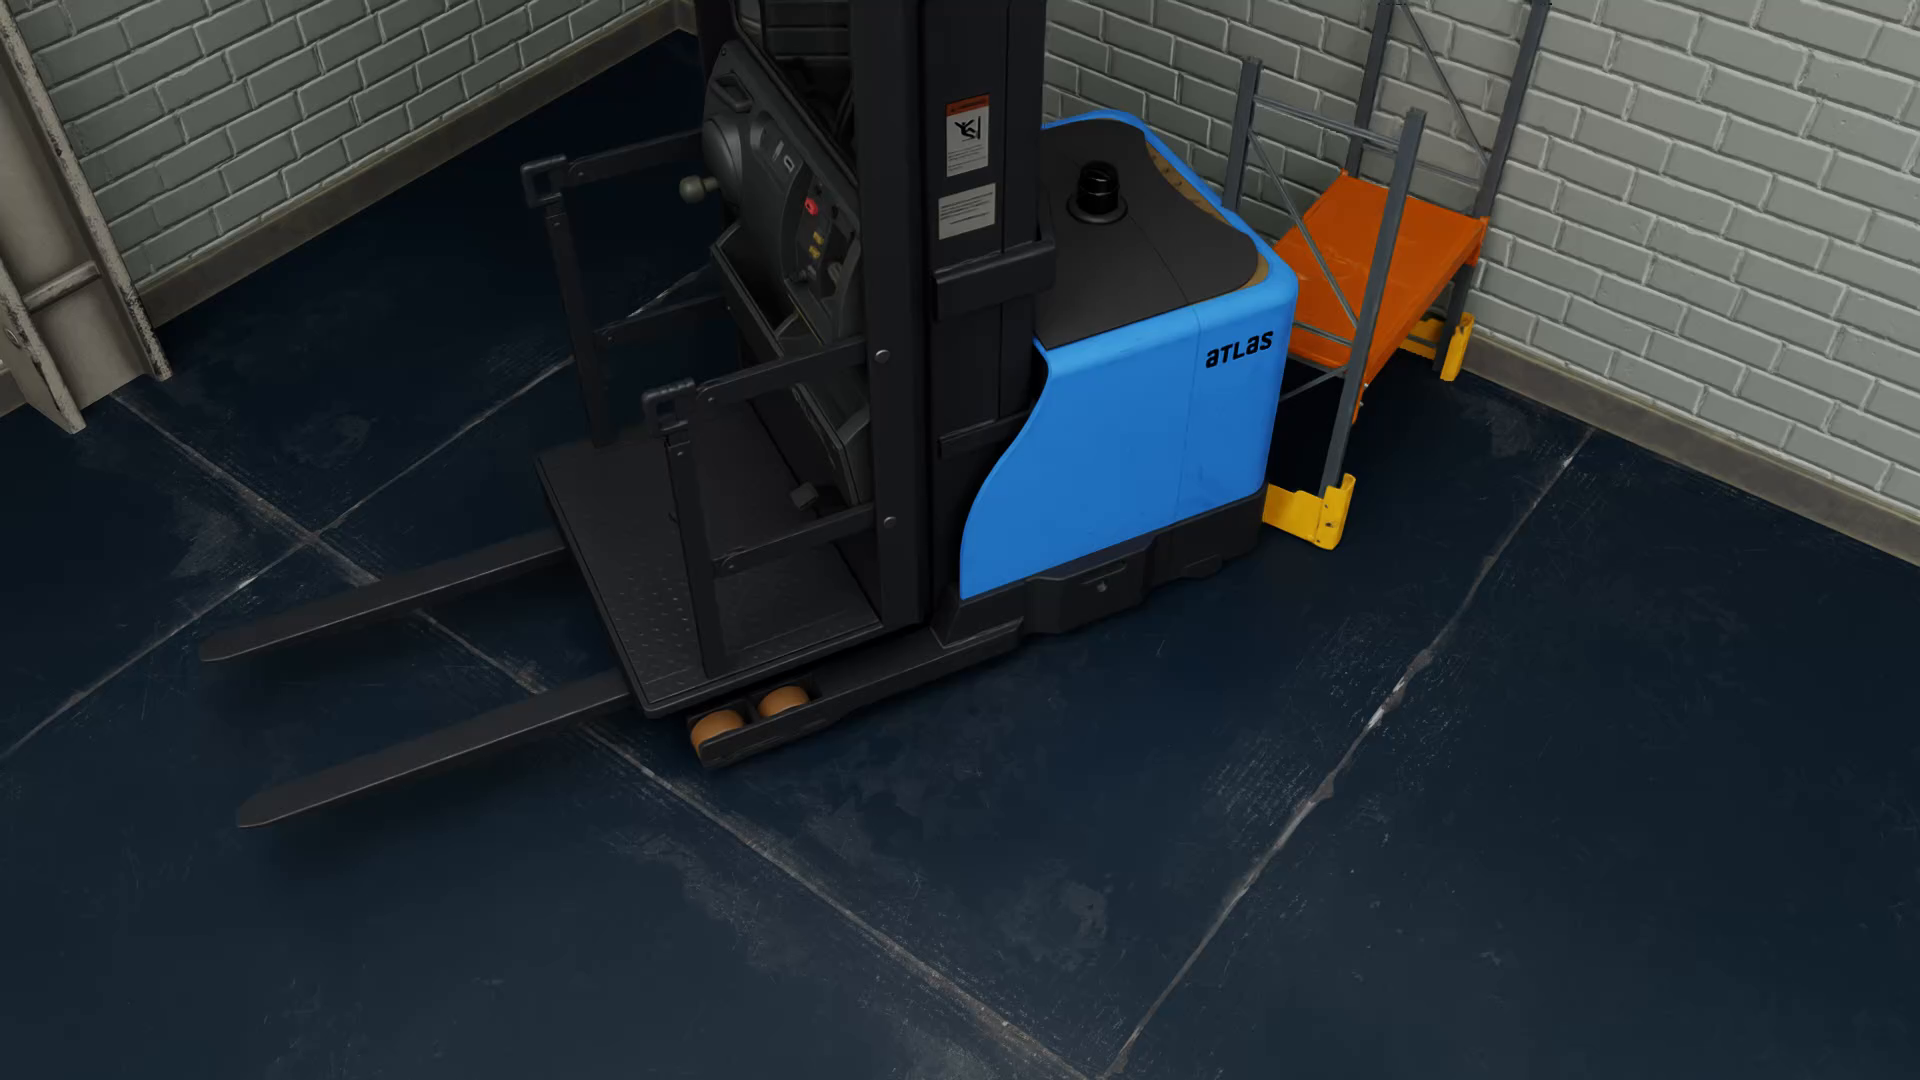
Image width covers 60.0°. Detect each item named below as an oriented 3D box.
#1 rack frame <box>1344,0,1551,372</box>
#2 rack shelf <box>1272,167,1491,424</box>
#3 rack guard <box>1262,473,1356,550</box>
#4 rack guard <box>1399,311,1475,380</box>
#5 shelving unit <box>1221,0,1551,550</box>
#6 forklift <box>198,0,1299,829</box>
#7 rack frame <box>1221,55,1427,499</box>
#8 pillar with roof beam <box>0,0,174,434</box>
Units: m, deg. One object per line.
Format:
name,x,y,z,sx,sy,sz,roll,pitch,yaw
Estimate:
rack frame,1.502,-1.213,5.402,0.500,1.500,0.032,25,49,22
rack shelf,1.218,-0.792,5.219,0.538,0.185,1.000,25,49,22
rack guard,0.940,-0.193,5.233,0.587,0.250,0.087,25,49,22
rack guard,1.488,-0.765,5.837,0.587,0.250,0.087,25,49,22
shelving unit,1.227,-0.927,5.099,0.587,1.500,1.083,25,49,22
forklift,-0.626,-0.818,4.004,3.031,2.935,1.130,-19,49,-18
rack frame,0.942,-0.629,4.785,0.500,1.500,0.032,25,49,22
pillar with roof beam,0.423,-1.740,0.689,9.100,9.000,0.400,29,53,25
